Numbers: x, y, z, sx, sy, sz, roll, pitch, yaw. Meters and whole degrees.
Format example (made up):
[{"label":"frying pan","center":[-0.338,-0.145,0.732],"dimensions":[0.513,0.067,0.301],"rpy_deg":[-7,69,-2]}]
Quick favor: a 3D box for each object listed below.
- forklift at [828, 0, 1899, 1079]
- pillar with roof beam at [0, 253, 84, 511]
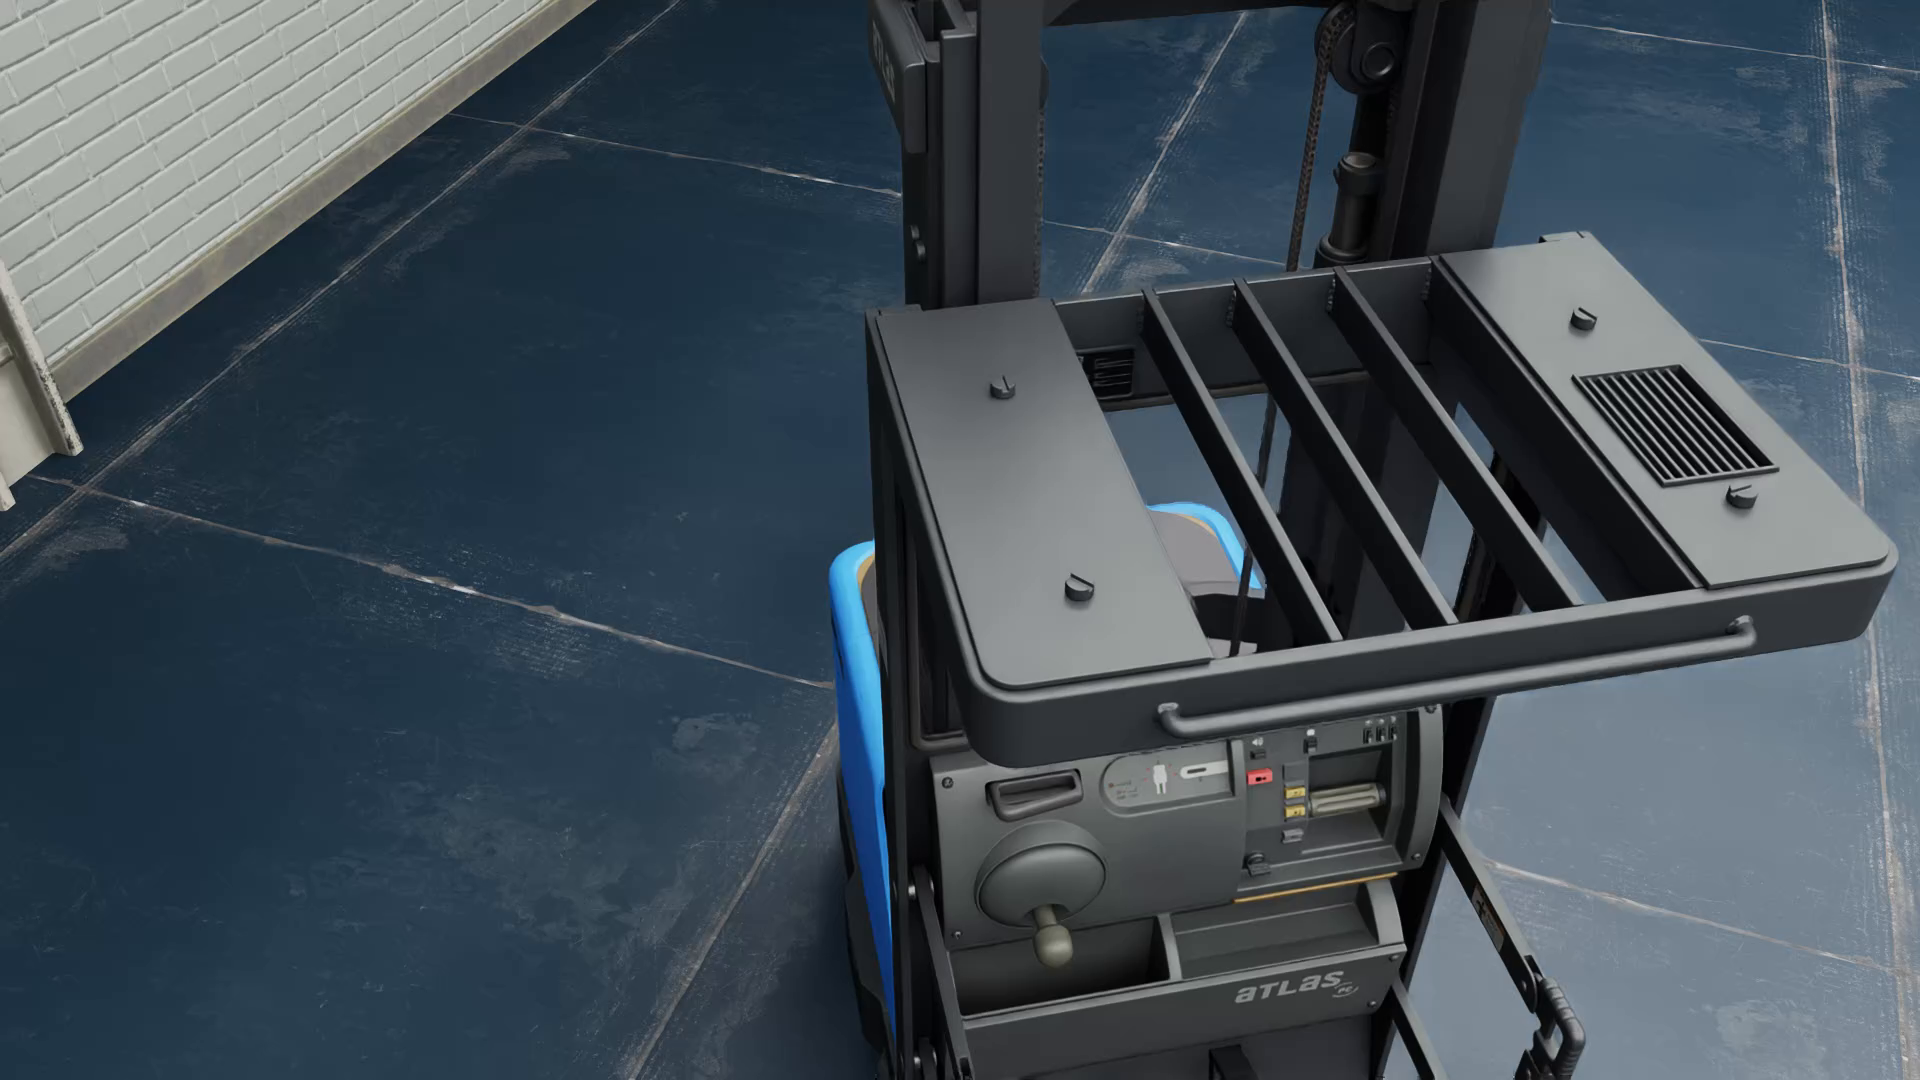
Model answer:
[{"label":"forklift","center":[0.460,0.588,2.803],"dimensions":[1.130,2.935,3.031],"rpy_deg":[-8,41,-9]},{"label":"pillar with roof beam","center":[0.598,-2.723,2.008],"dimensions":[9.100,9.000,0.400],"rpy_deg":[13,42,15]}]
